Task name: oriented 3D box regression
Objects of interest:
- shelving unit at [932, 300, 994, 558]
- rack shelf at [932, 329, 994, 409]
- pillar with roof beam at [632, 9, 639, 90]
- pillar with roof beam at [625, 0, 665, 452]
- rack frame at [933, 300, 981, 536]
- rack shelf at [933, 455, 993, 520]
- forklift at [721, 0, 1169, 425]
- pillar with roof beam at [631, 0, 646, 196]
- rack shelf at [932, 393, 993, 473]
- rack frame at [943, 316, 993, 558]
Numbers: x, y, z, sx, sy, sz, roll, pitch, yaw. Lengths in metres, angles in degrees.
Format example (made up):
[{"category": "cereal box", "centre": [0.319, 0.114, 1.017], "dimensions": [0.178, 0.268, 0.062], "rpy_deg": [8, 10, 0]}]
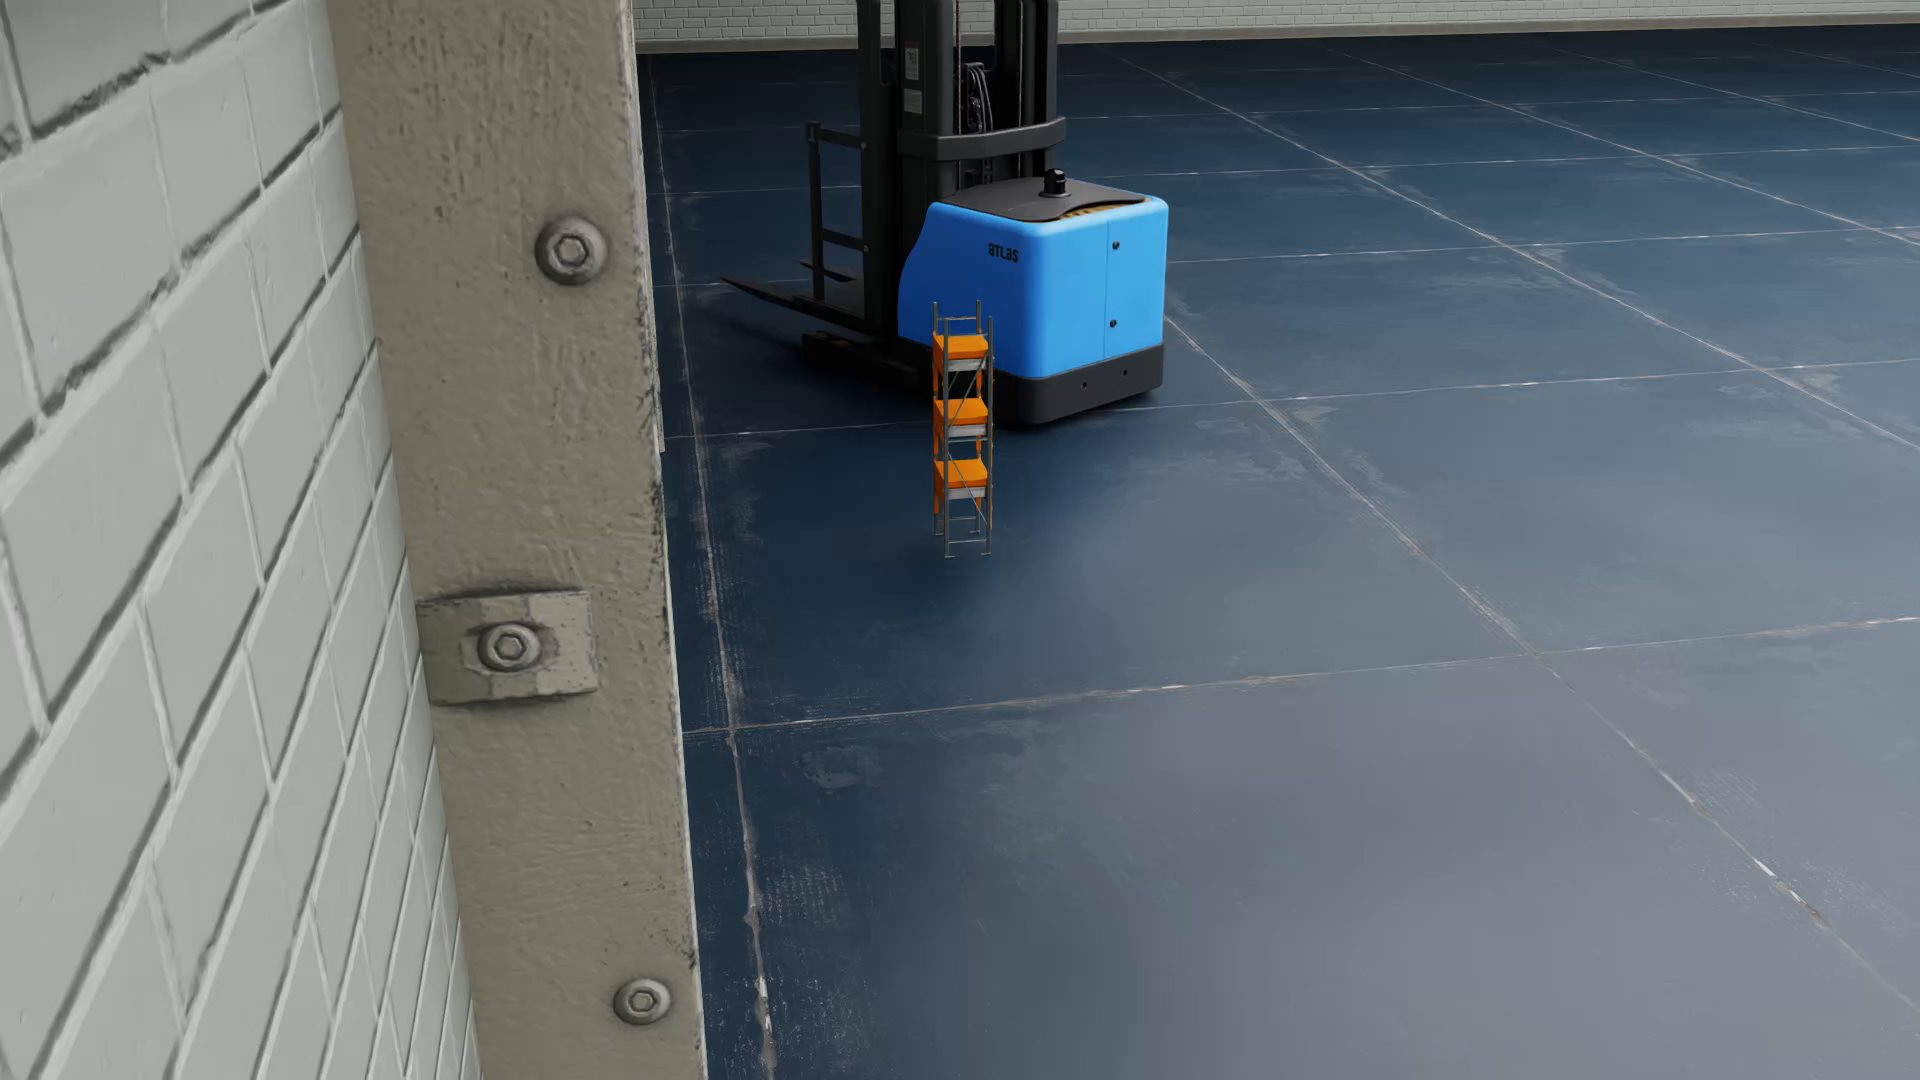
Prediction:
[{"category": "shelving unit", "centre": [0.010, -0.460, 6.992], "dimensions": [0.215, 1.050, 0.252], "rpy_deg": [-4, 24, -10]}, {"category": "rack shelf", "centre": [0.010, -0.710, 6.882], "dimensions": [0.215, 0.259, 0.240], "rpy_deg": [-4, 24, -10]}, {"category": "pillar with roof beam", "centre": [0.357, -9.667, 18.141], "dimensions": [9.100, 9.000, 0.400], "rpy_deg": [-4, 24, -10]}, {"category": "pillar with roof beam", "centre": [2.576, -4.947, 7.334], "dimensions": [9.100, 9.000, 0.400], "rpy_deg": [-4, 24, -10]}, {"category": "rack frame", "centre": [-0.013, -0.508, 7.102], "dimensions": [0.200, 1.050, 0.008], "rpy_deg": [-4, 24, -10]}, {"category": "rack shelf", "centre": [0.010, -0.196, 7.107], "dimensions": [0.215, 0.259, 0.240], "rpy_deg": [-4, 24, -10]}, {"category": "forklift", "centre": [-0.257, -2.437, 9.167], "dimensions": [1.130, 2.935, 3.031], "rpy_deg": [-20, 30, -38]}, {"category": "pillar with roof beam", "centre": [1.467, -7.307, 12.738], "dimensions": [9.100, 9.000, 0.400], "rpy_deg": [-4, 24, -10]}, {"category": "rack shelf", "centre": [0.010, -0.450, 6.996], "dimensions": [0.215, 0.259, 0.240], "rpy_deg": [-4, 24, -10]}, {"category": "rack frame", "centre": [0.032, -0.412, 6.882], "dimensions": [0.200, 1.050, 0.008], "rpy_deg": [-4, 24, -10]}]
